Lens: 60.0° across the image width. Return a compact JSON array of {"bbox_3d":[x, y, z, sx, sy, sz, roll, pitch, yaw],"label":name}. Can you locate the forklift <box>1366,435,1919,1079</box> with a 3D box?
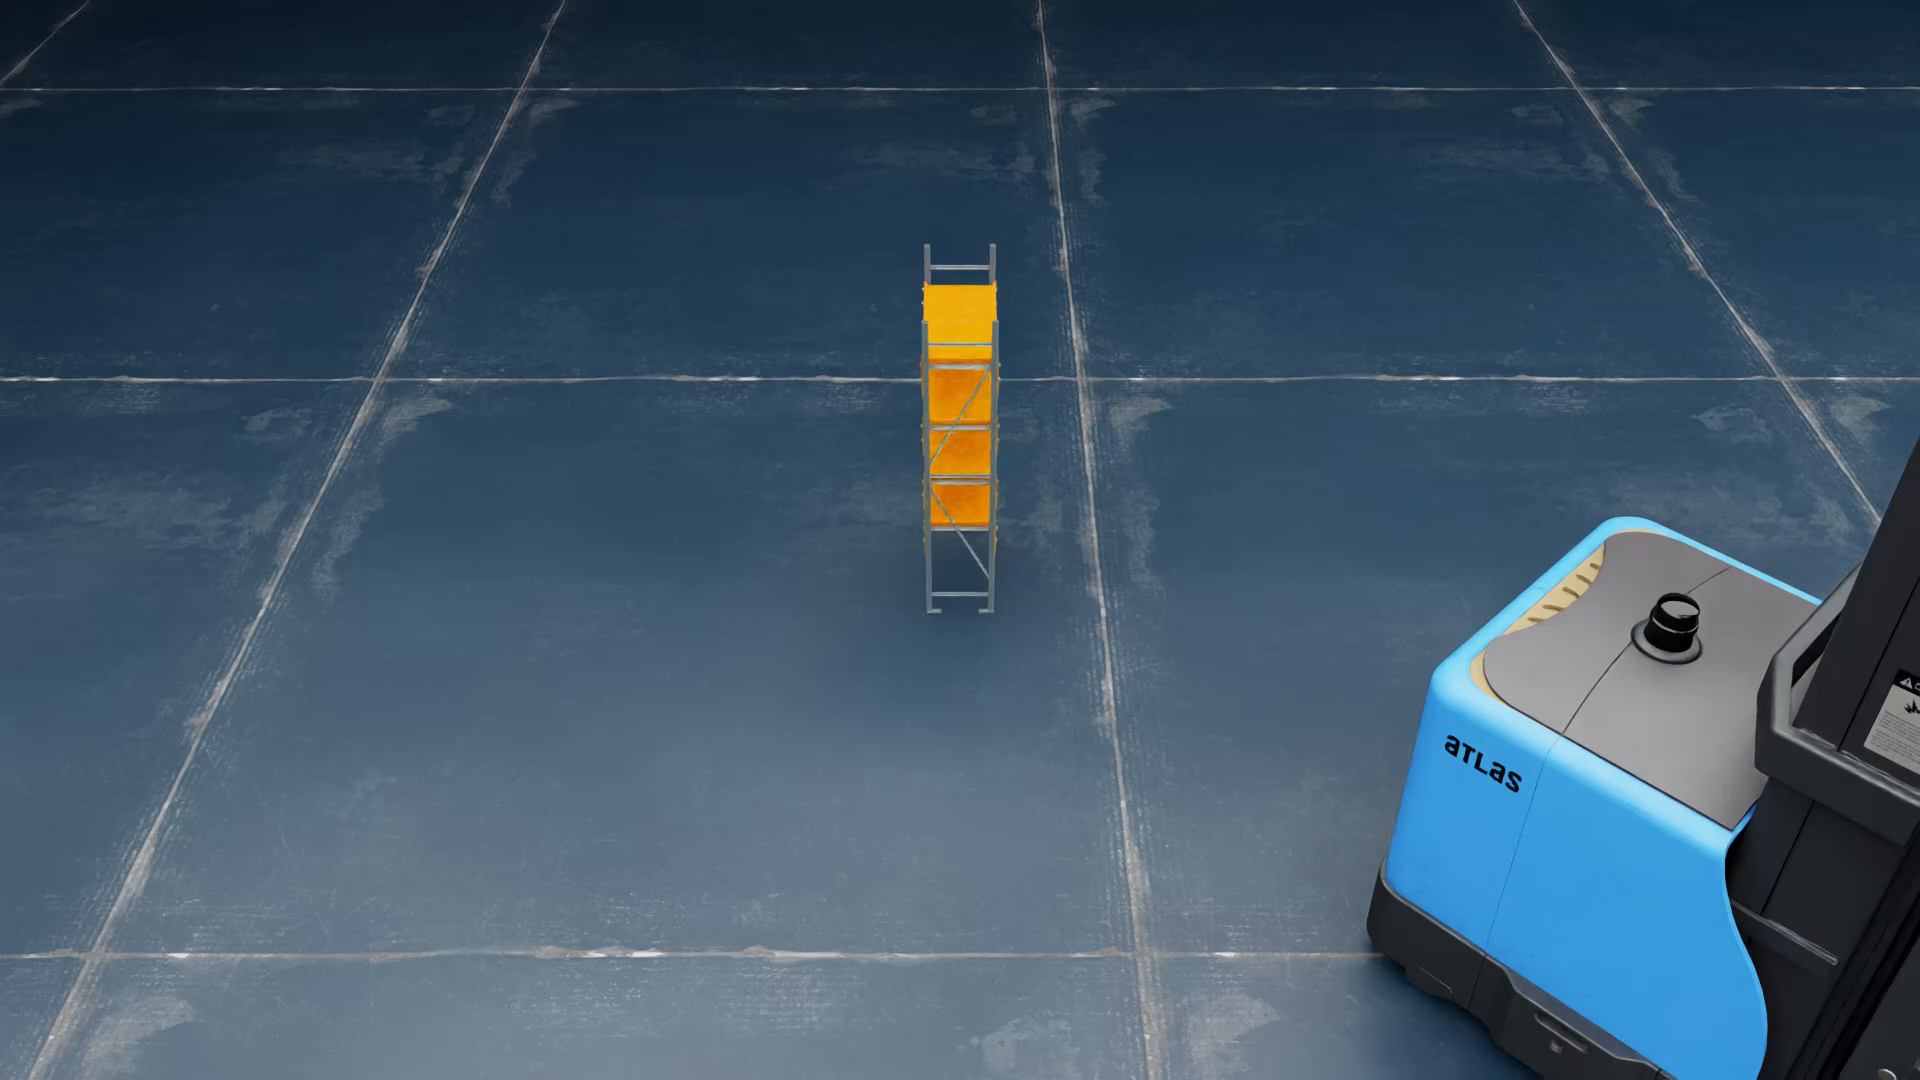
[{"bbox_3d":[2.554,0.470,3.320,1.130,2.935,3.031,-32,48,-33],"label":"forklift"}]

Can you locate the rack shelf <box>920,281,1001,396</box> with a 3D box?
[{"bbox_3d":[0.000,-0.671,5.500,0.258,0.148,0.480,0,39,0],"label":"rack shelf"}]

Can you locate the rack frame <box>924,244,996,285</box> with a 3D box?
[{"bbox_3d":[0.000,-0.517,5.936,0.240,1.200,0.015,0,39,0],"label":"rack frame"}]

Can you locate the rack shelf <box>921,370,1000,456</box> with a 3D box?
[{"bbox_3d":[0.000,-0.487,5.648,0.258,0.148,0.480,0,39,0],"label":"rack shelf"}]

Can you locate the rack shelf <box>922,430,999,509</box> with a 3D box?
[{"bbox_3d":[0.000,-0.312,5.788,0.258,0.148,0.480,0,39,0],"label":"rack shelf"}]

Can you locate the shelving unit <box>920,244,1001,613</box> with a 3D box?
[{"bbox_3d":[0.000,-0.365,5.746,0.258,1.200,0.503,0,39,0],"label":"shelving unit"}]

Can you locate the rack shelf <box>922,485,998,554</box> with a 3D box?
[{"bbox_3d":[0.000,-0.157,5.912,0.258,0.148,0.480,0,39,0],"label":"rack shelf"}]

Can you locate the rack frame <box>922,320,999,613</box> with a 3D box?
[{"bbox_3d":[0.000,-0.212,5.555,0.240,1.200,0.015,0,39,0],"label":"rack frame"}]
